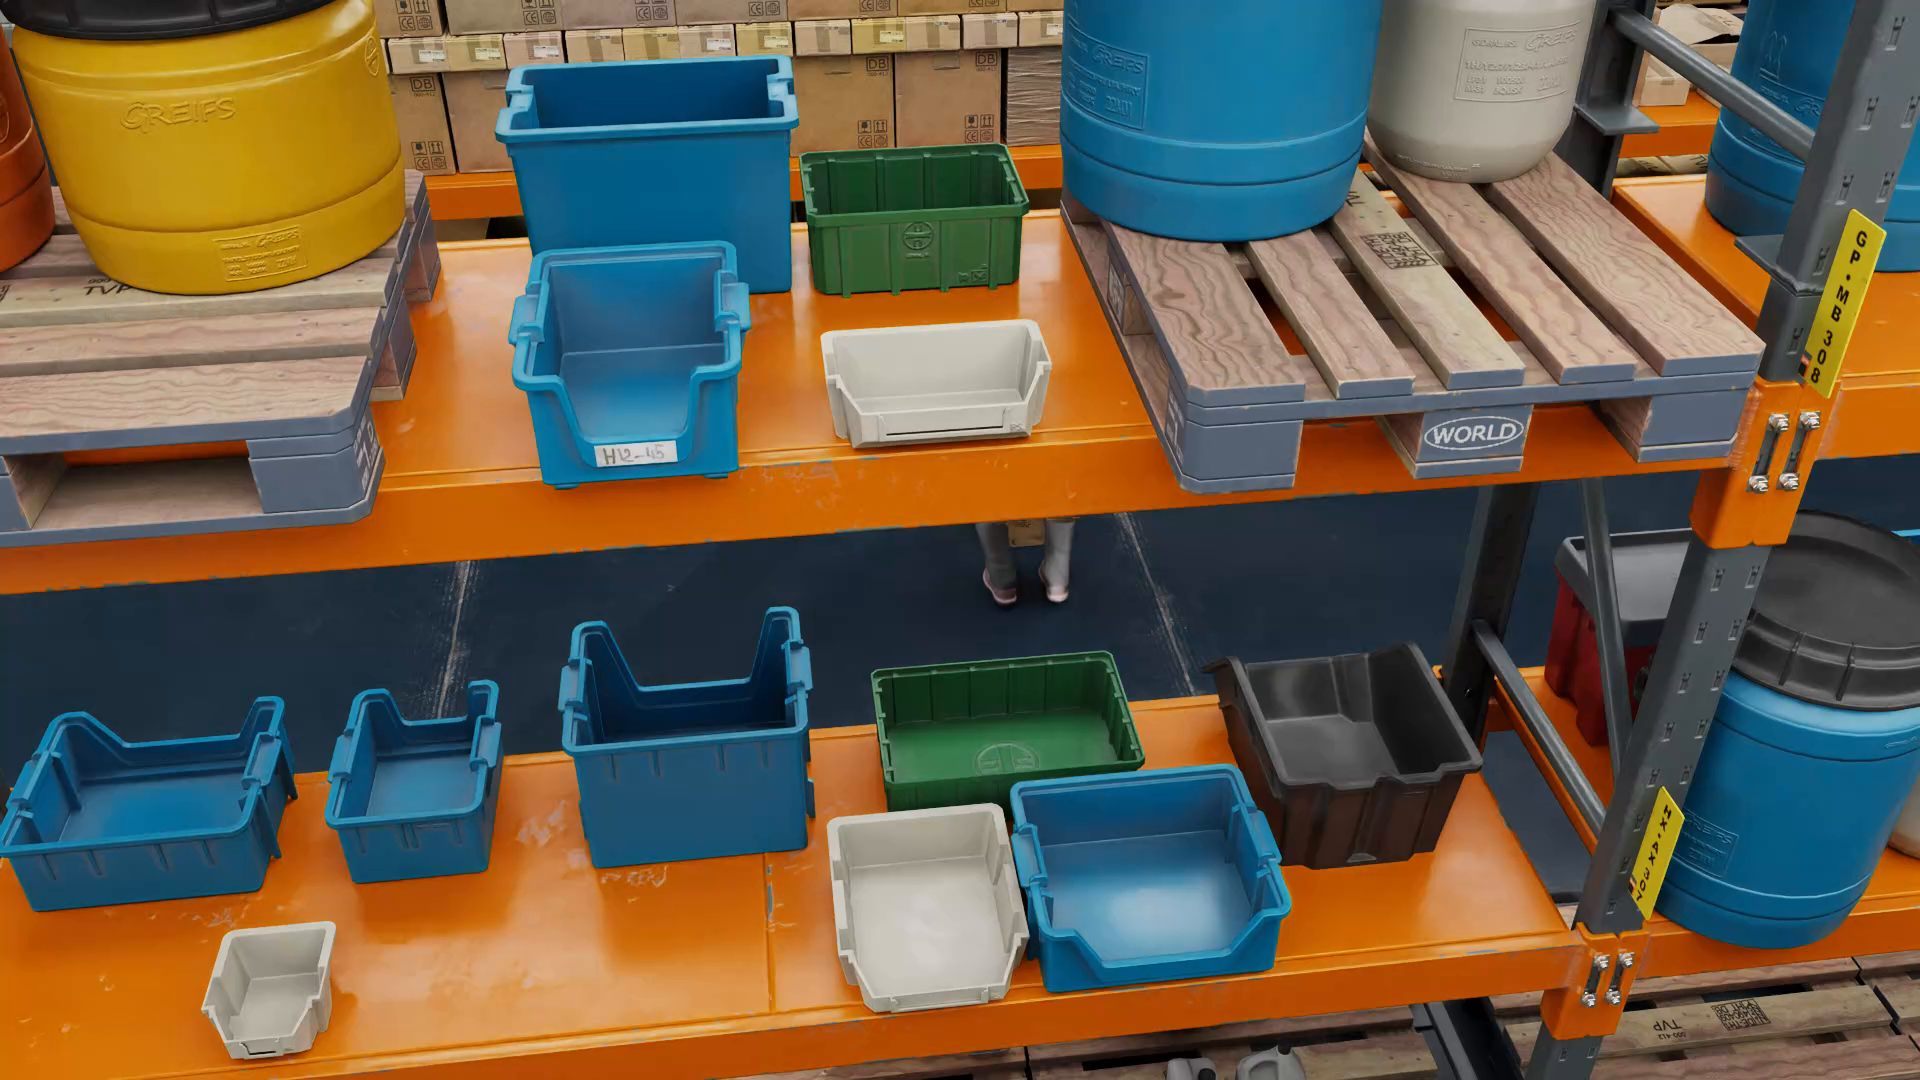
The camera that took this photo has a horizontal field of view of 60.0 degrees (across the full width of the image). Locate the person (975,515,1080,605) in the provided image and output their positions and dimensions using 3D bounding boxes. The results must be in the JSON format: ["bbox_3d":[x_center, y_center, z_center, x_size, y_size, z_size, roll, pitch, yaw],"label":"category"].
[{"bbox_3d":[0.255,-0.274,7.003,0.495,1.134,0.739,-4,35,-6],"label":"person"}]
